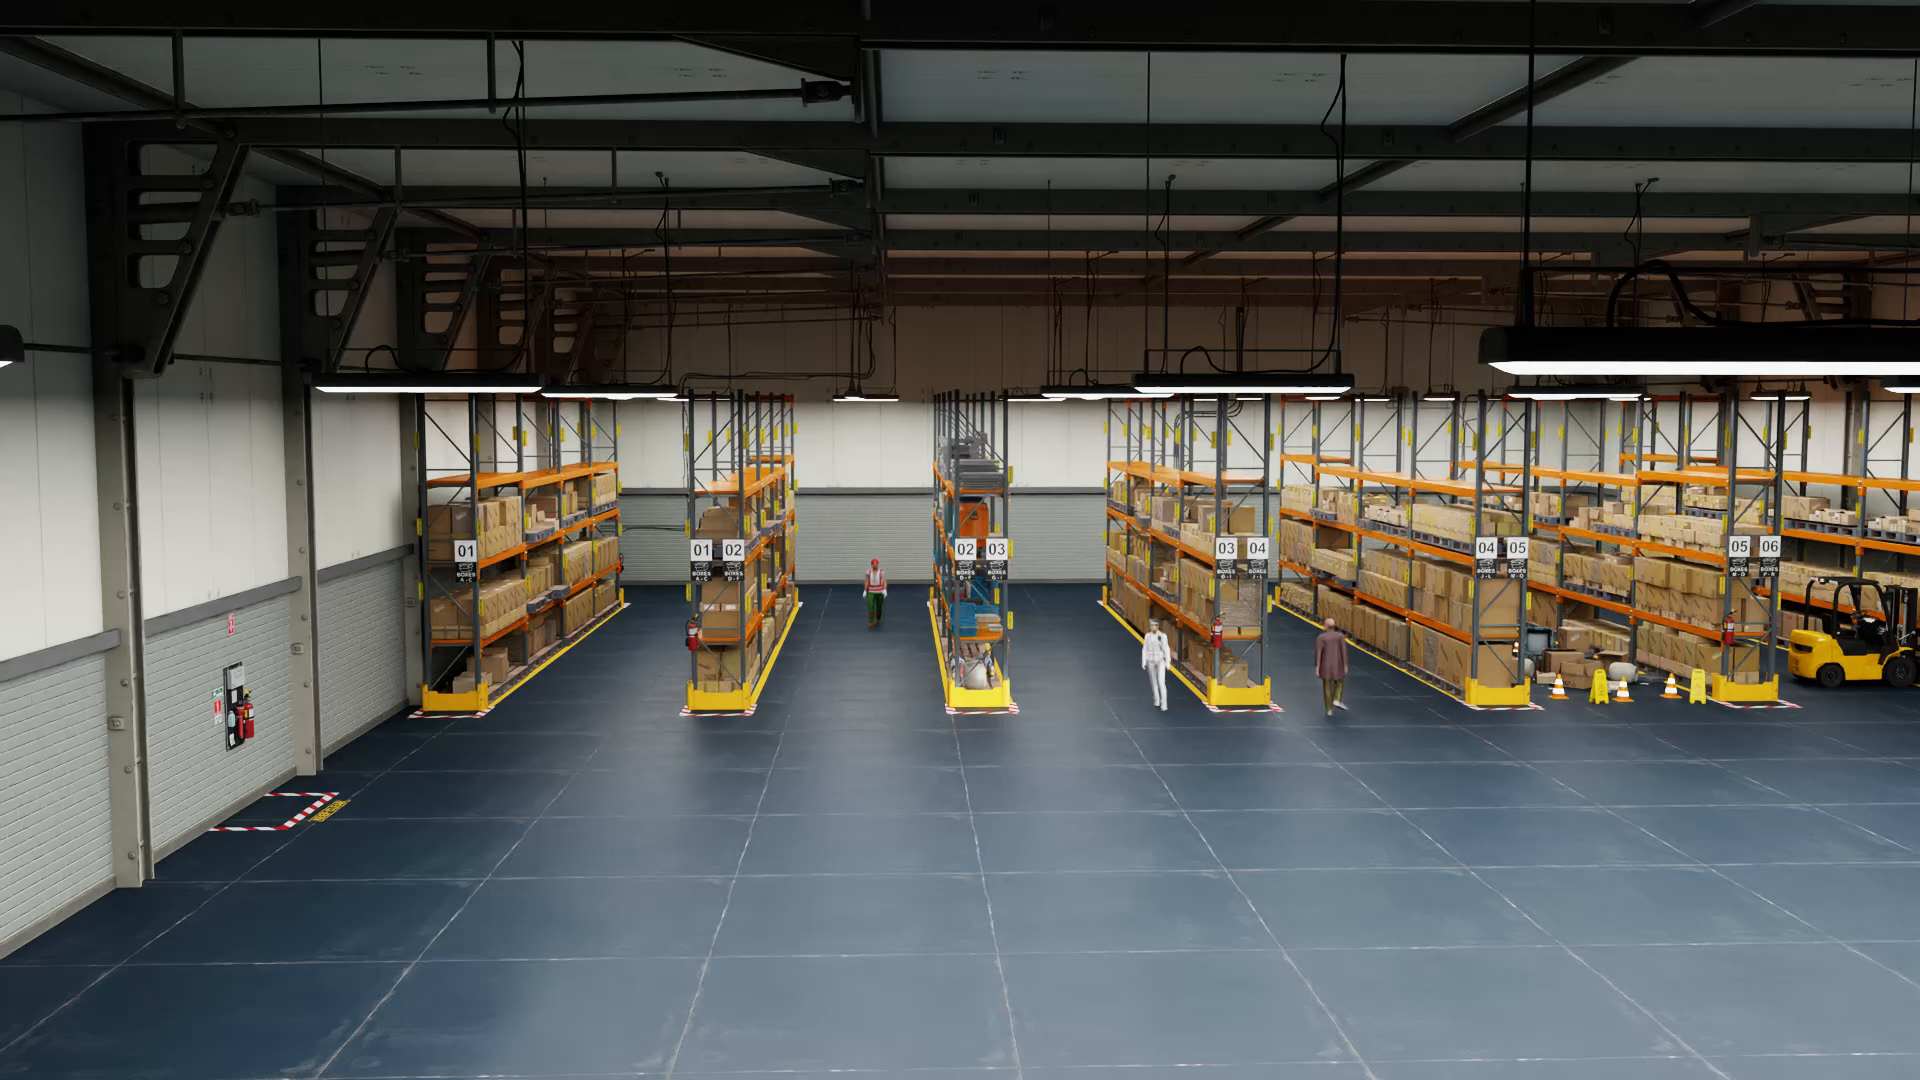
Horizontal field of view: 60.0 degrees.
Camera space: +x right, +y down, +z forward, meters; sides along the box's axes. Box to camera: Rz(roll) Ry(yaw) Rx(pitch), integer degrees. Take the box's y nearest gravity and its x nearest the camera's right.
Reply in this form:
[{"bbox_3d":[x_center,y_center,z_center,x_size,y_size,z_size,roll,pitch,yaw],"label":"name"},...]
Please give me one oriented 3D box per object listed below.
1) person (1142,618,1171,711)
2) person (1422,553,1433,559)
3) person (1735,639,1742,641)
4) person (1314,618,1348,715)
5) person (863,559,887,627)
[{"bbox_3d":[3.698,2.343,31.439,0.588,1.715,0.561,2,5,27],"label":"person"},{"bbox_3d":[12.959,1.154,46.057,1.004,1.619,0.490,3,6,34],"label":"person"},{"bbox_3d":[17.031,1.938,36.422,0.430,1.587,0.407,-1,5,-12],"label":"person"},{"bbox_3d":[6.848,2.332,30.666,0.617,1.770,0.571,1,5,10],"label":"person"},{"bbox_3d":[-2.196,1.342,42.820,0.634,1.725,1.061,0,5,1],"label":"person"}]
